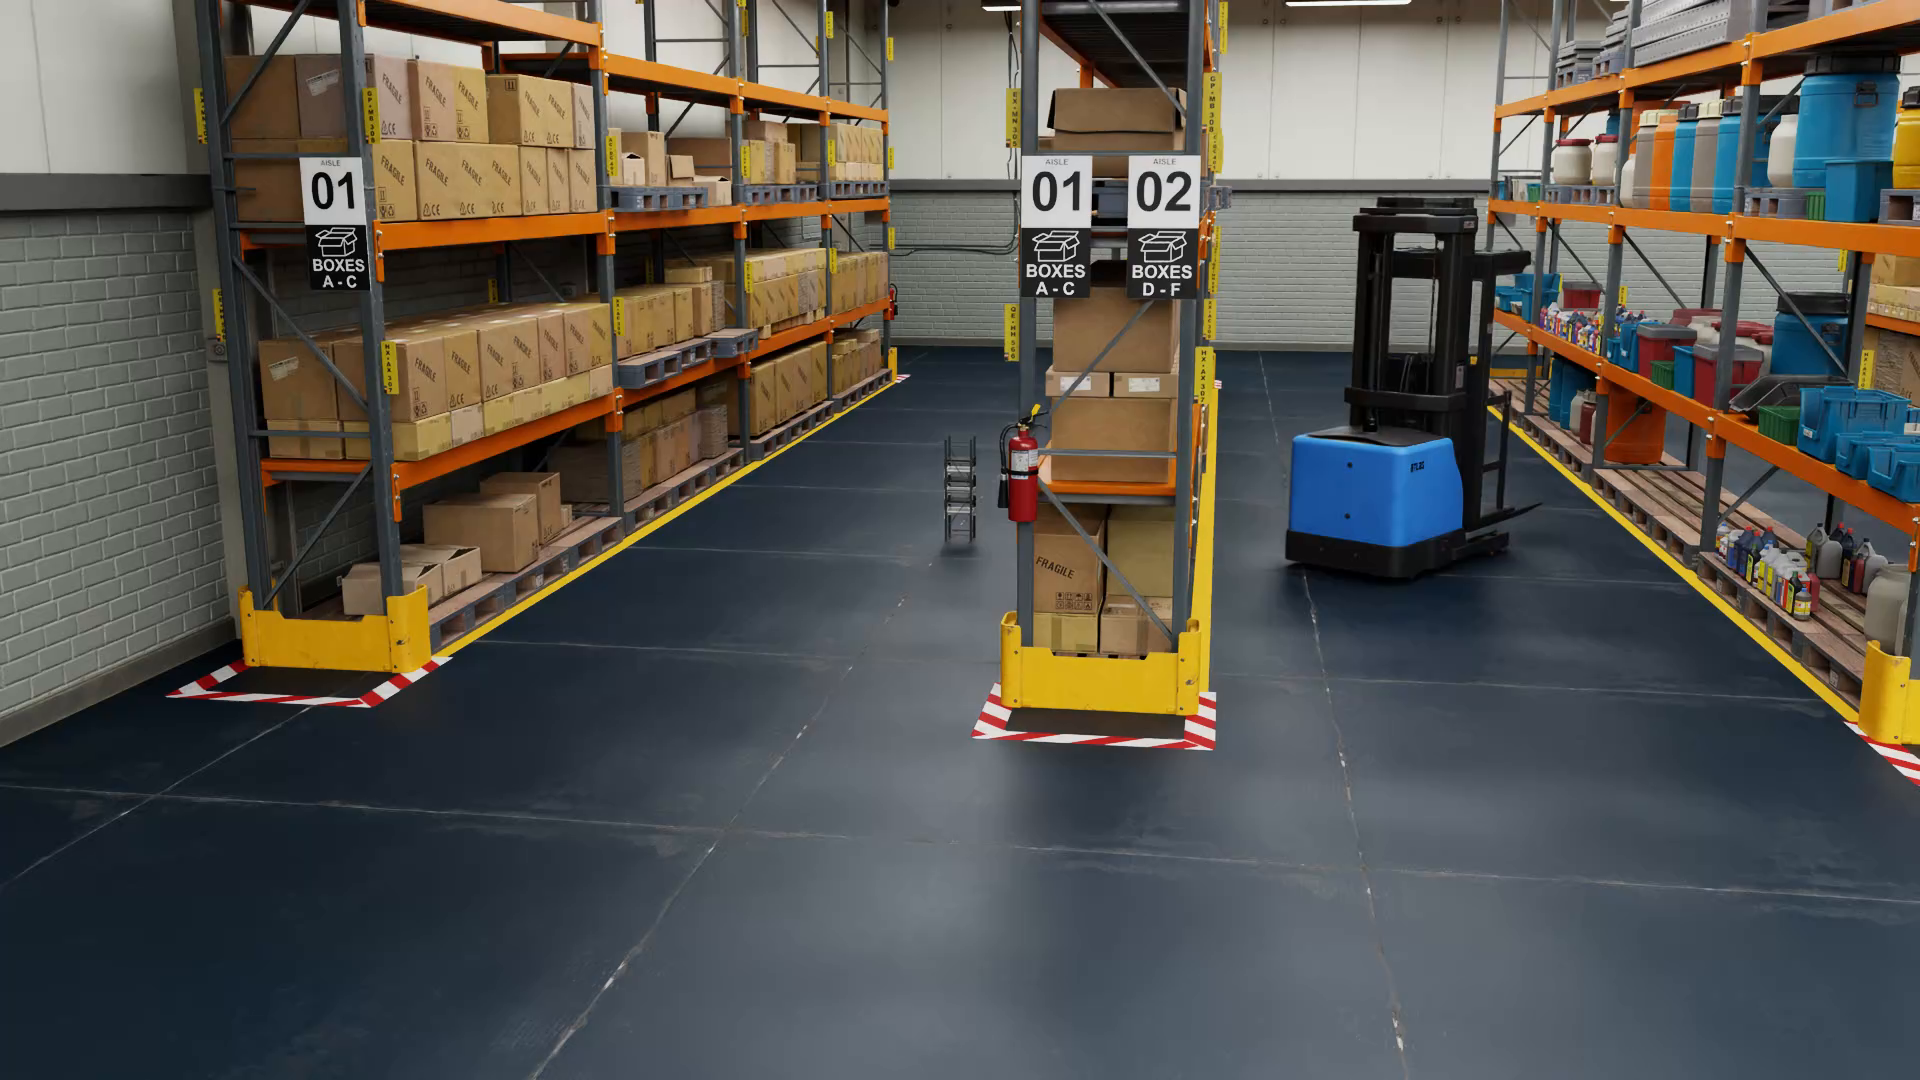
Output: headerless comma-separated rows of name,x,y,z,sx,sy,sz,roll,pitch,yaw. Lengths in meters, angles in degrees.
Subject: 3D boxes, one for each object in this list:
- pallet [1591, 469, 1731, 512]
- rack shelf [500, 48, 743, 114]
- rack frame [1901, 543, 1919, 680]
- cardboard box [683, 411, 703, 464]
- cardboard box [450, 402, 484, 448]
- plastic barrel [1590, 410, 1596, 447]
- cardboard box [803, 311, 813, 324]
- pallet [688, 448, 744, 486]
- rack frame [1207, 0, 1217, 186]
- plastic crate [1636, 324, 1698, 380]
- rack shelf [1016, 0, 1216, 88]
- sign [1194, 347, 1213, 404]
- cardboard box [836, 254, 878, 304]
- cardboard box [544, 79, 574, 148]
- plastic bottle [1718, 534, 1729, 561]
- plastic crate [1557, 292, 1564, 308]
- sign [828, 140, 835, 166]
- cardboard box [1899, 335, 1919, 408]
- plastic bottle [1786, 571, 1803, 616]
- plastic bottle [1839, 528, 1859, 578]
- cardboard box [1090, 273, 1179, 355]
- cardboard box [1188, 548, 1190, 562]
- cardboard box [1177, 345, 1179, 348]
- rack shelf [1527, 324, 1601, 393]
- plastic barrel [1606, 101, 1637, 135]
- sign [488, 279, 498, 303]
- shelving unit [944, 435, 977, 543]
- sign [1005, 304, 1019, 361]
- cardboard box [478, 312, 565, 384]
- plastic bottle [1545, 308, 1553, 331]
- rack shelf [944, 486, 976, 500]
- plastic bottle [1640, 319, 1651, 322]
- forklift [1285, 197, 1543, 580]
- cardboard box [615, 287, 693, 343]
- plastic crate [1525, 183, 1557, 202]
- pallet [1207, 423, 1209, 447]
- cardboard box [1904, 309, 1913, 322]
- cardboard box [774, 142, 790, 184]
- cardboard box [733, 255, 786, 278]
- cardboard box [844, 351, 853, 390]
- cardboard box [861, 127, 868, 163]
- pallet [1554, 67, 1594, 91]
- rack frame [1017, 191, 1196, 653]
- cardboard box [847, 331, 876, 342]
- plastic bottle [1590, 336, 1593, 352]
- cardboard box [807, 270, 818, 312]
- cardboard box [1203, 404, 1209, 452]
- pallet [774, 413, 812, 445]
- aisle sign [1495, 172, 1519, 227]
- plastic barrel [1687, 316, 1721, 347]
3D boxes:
pallet,6.809,-0.478,16.209,1.003,0.211,1.213,2,12,9
rack shelf,-3.130,-4.291,15.701,1.077,0.370,4.000,2,12,9
rack frame,5.737,-0.336,8.930,1.000,3.000,0.127,2,12,9
cardboard box,-3.076,-1.060,17.181,0.700,0.500,0.500,2,12,9
cardboard box,-3.598,-0.793,11.361,0.500,0.250,0.500,1,12,7
plastic barrel,7.024,-1.213,17.910,0.421,0.512,0.421,0,12,0
cardboard box,-2.062,-2.799,20.911,0.380,0.149,0.250,2,12,9
pallet,-2.944,-0.796,17.686,1.003,0.211,1.213,2,12,9
rack frame,2.073,-5.095,16.774,1.000,3.000,0.127,2,12,9
plastic crate,6.416,-1.706,15.136,0.402,0.464,0.583,2,12,9
rack shelf,1.150,-3.299,11.096,1.077,0.370,4.000,2,12,9
sign,1.390,-0.940,9.490,0.100,0.325,0.005,2,12,9
cardboard box,-1.761,-3.876,24.645,0.980,0.700,0.700,2,12,8
cardboard box,-3.321,-3.275,12.791,0.500,0.500,0.500,3,12,12
plastic bottle,5.854,0.058,12.703,0.097,0.201,0.097,0,12,0
plastic crate,7.999,-3.117,21.975,0.437,0.282,0.530,2,12,9
sign,-1.669,-5.012,21.535,0.100,0.325,0.005,2,12,9
cardboard box,12.795,-2.162,21.451,0.875,0.875,0.875,2,12,9
plastic bottle,5.586,0.356,11.126,0.061,0.283,0.133,2,12,10
plastic bottle,6.508,0.095,12.176,0.144,0.351,0.185,1,12,6
cardboard box,1.088,-1.502,11.027,0.700,0.500,0.500,2,12,9
cardboard box,1.378,-0.141,11.778,0.500,0.500,0.500,2,12,9
cardboard box,1.353,-1.257,11.431,0.380,0.149,0.250,2,12,9
rack shelf,7.275,-2.066,18.665,1.077,0.370,4.000,2,12,9
plastic barrel,7.471,-4.390,18.437,0.600,0.901,0.708,2,12,9
sign,-3.986,-2.072,14.242,0.100,0.325,0.005,2,12,9
shelving unit,0.001,-0.442,14.406,0.258,0.900,0.210,2,12,9
sign,0.309,-1.199,9.627,0.100,0.325,0.005,2,12,9
cardboard box,-3.364,-1.475,12.747,0.500,0.500,0.500,2,12,7
plastic bottle,7.069,-2.636,19.908,0.097,0.271,0.097,0,12,0
rack shelf,0.001,-0.409,14.413,0.258,0.077,0.200,2,12,9
plastic bottle,7.566,-2.309,18.380,0.152,0.276,0.135,2,12,9
forklift,3.998,-1.371,13.898,1.130,2.935,3.031,11,16,41
cardboard box,-3.054,-2.228,16.428,0.700,0.500,0.500,2,12,9
plastic crate,7.407,-4.418,21.151,0.416,0.233,0.300,2,12,9
pallet,2.415,-1.206,19.590,1.003,0.211,1.213,2,12,9
cardboard box,12.397,-2.892,21.388,0.380,0.149,0.250,2,12,8
cardboard box,-2.473,-4.587,20.257,0.700,0.500,0.500,2,12,8
cardboard box,-2.343,-3.195,19.427,0.500,0.250,0.500,2,12,9
cardboard box,-1.910,-2.395,23.422,0.700,0.500,0.500,2,12,8
cardboard box,-1.595,-5.627,23.706,0.500,0.500,0.500,1,12,6
pallet,7.485,-5.305,19.148,1.003,0.211,1.213,2,12,9
rack frame,0.843,-0.497,9.679,1.000,3.000,0.127,2,12,9
cardboard box,-1.479,-3.053,24.936,0.380,0.149,0.250,2,12,10
plastic bottle,6.679,-2.073,17.465,0.097,0.201,0.097,0,12,0
cardboard box,-2.098,-3.148,20.989,0.500,0.500,0.500,2,12,9
cardboard box,2.425,-1.241,18.020,0.500,0.500,0.500,2,12,11
pallet,-2.437,-1.374,20.366,1.003,0.211,1.213,2,12,9
aisle sign,7.915,-4.962,24.226,0.394,0.787,0.004,2,12,9
plastic barrel,7.020,-1.834,15.620,0.421,0.512,0.421,0,12,0
